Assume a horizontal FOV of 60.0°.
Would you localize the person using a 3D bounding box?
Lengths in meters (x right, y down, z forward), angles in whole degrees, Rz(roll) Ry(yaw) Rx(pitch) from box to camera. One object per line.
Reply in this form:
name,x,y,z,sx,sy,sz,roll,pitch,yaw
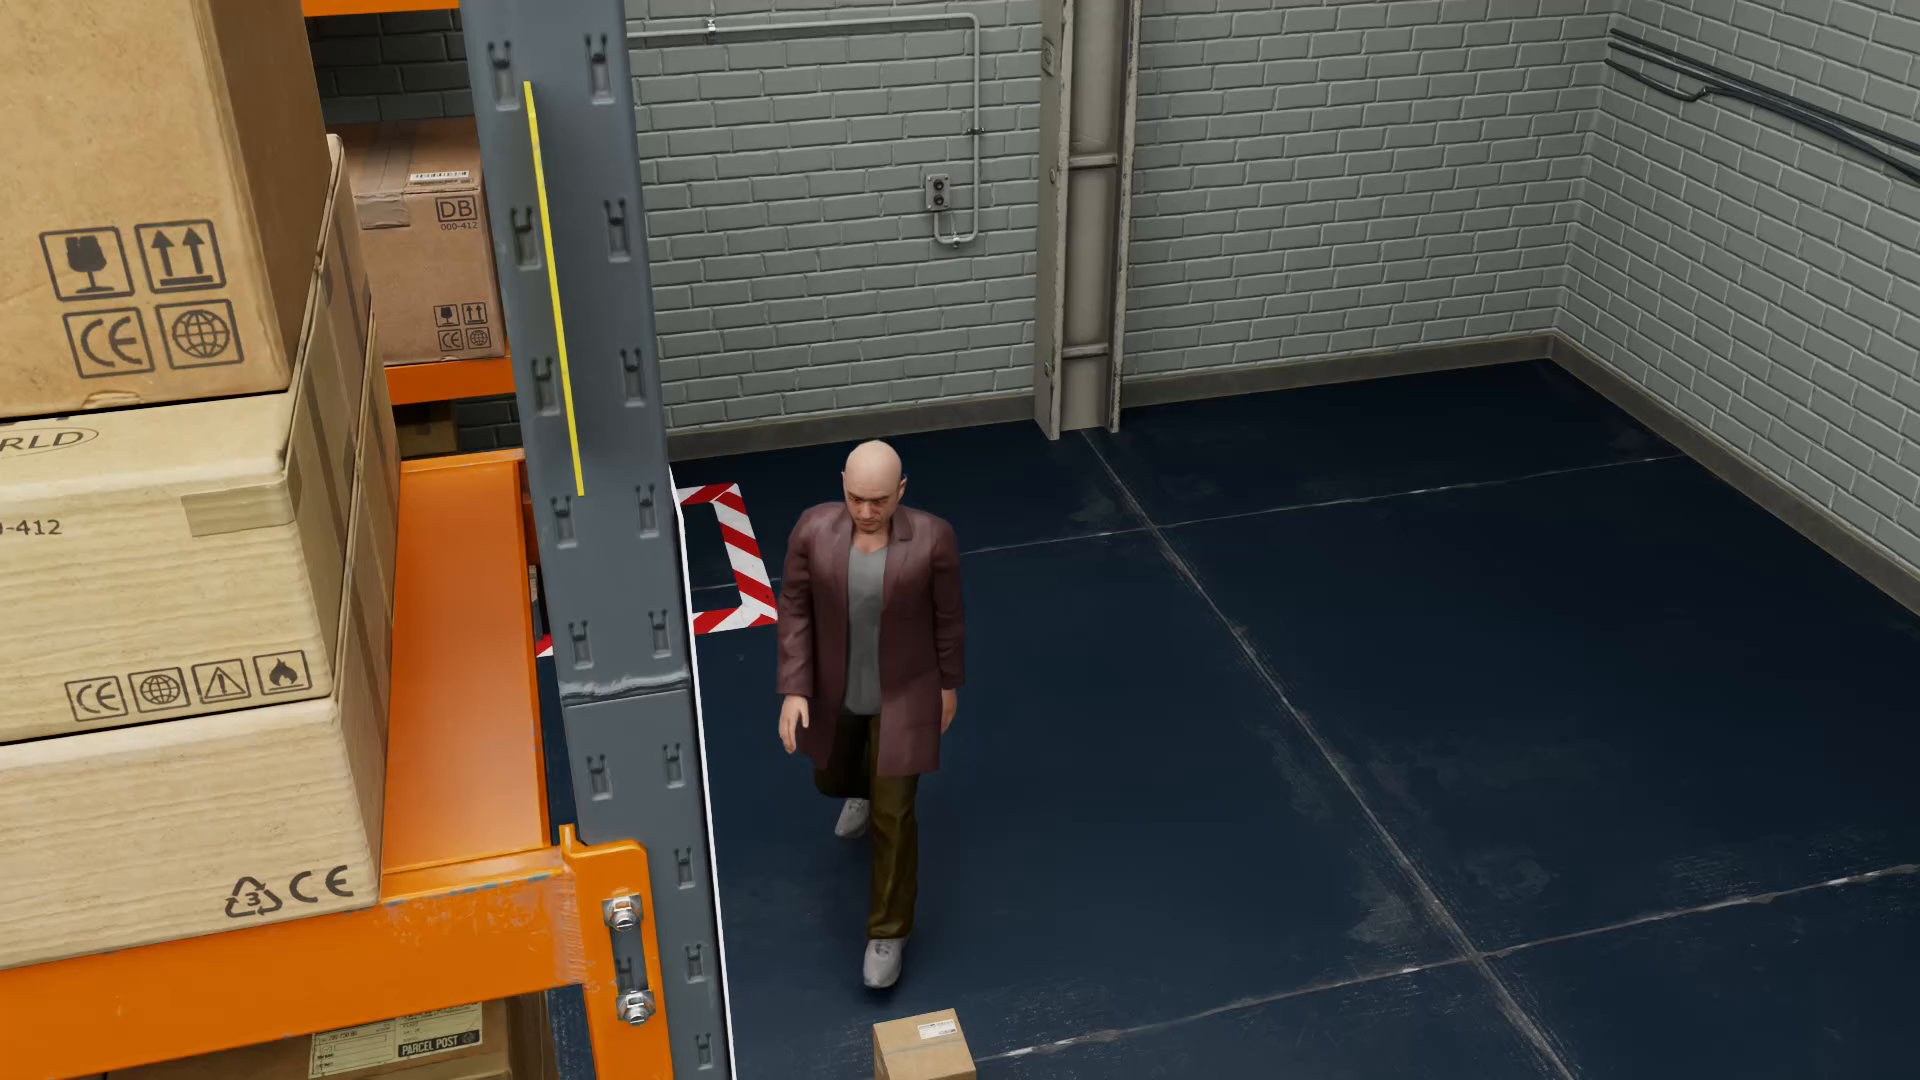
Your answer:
person,-0.285,0.464,5.324,0.579,1.752,0.992,6,30,10
